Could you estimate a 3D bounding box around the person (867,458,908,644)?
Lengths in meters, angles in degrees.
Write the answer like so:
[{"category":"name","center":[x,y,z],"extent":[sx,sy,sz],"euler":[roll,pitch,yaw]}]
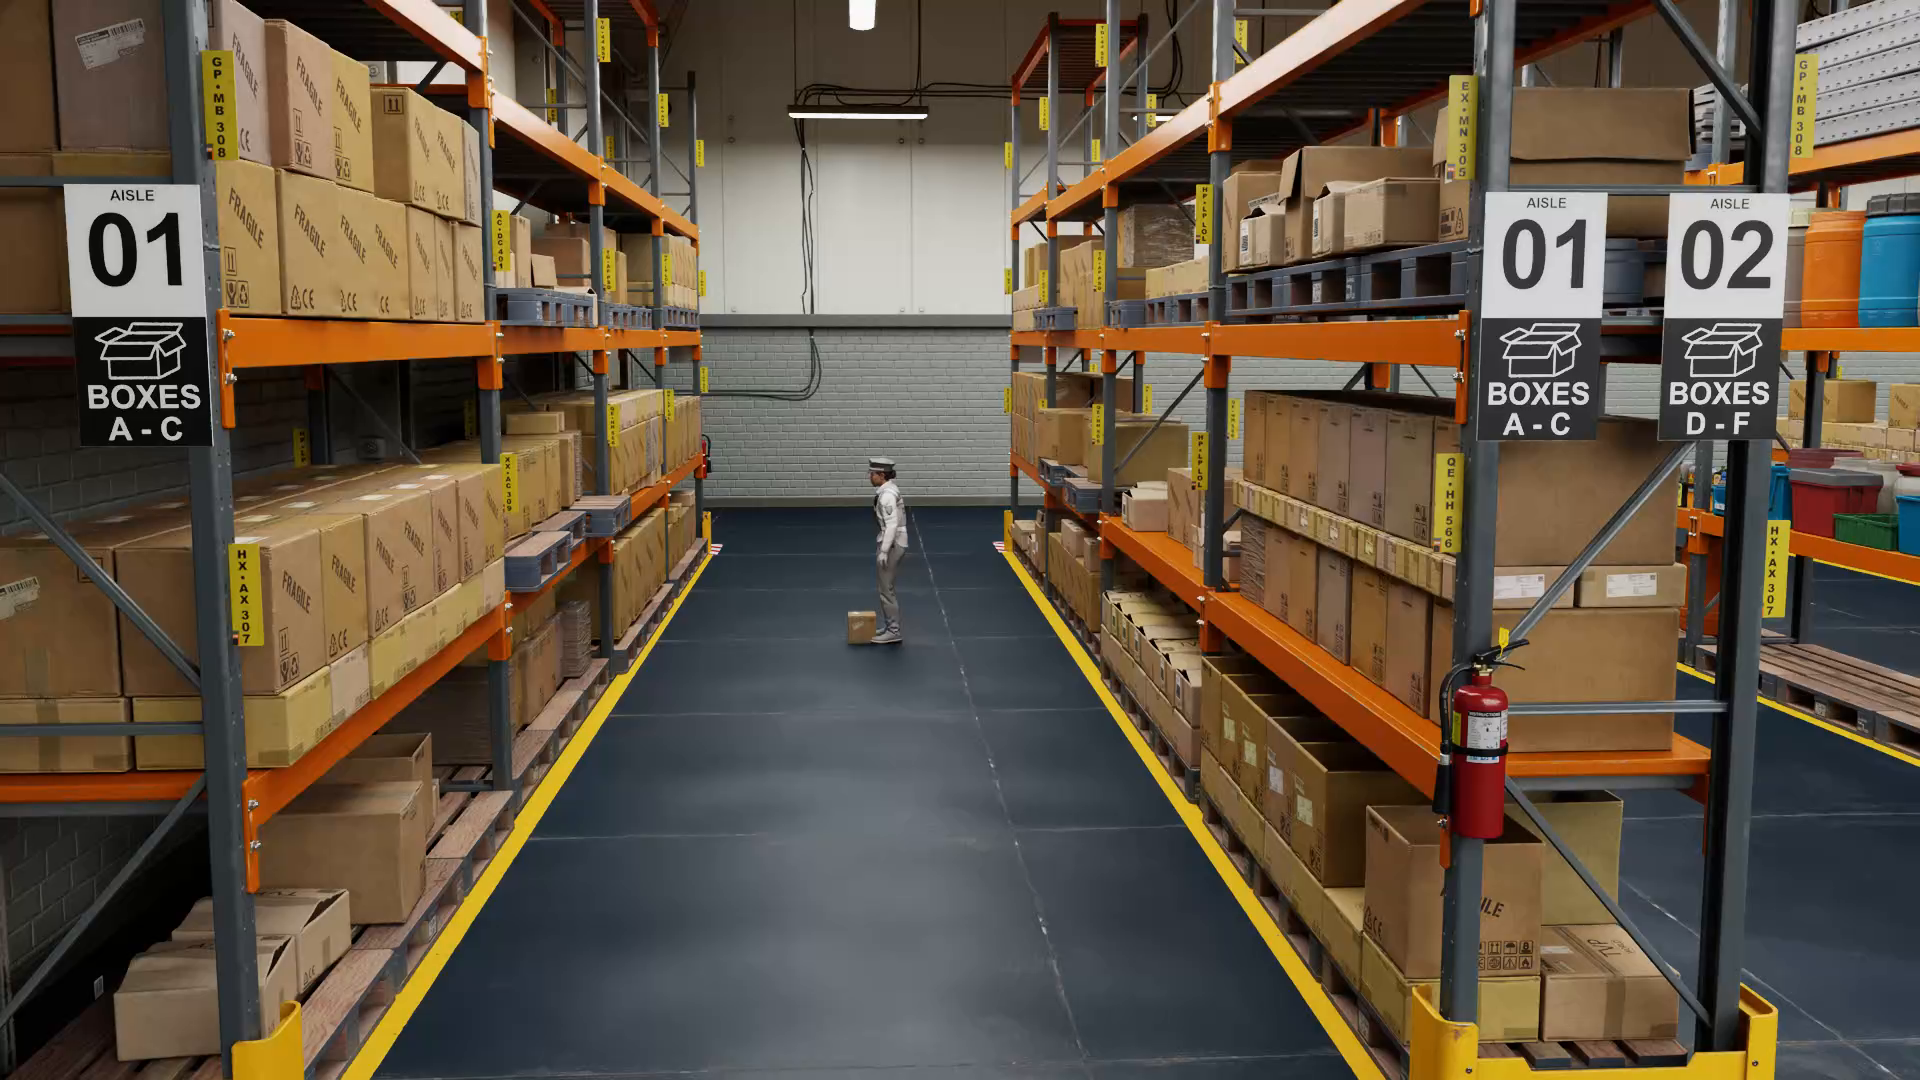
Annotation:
[{"category":"person","center":[-0.653,0.088,15.014],"extent":[0.371,1.663,0.529],"euler":[0,7,-3]}]
